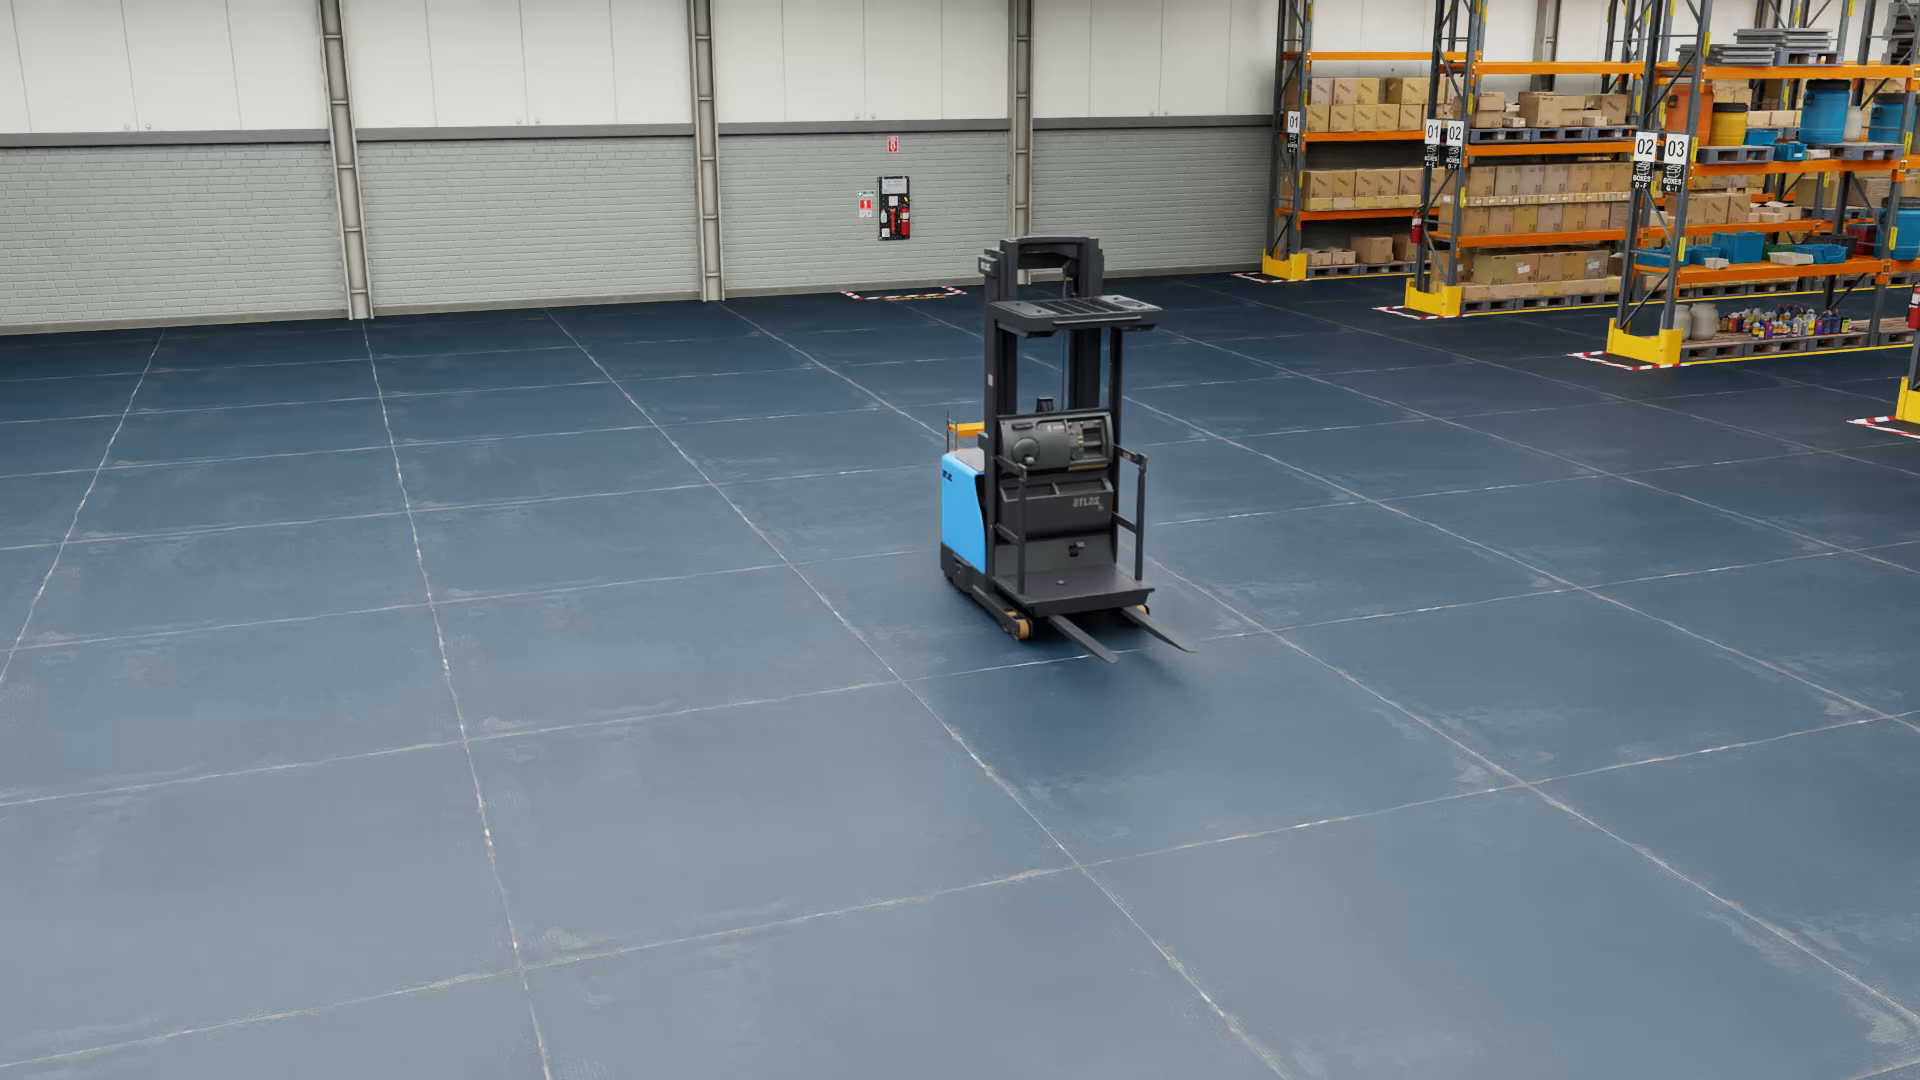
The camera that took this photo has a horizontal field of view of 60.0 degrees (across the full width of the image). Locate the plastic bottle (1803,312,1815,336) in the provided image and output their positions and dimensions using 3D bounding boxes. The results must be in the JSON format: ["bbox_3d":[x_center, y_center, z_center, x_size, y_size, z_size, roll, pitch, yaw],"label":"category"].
[{"bbox_3d":[12.688,-3.240,24.881,0.185,0.351,0.144,-6,17,-20],"label":"plastic bottle"}]

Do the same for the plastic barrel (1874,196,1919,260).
[{"bbox_3d":[14.136,-4.693,25.016,0.708,0.901,0.600,-6,17,-20],"label":"plastic barrel"}]

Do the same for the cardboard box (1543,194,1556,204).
[{"bbox_3d":[10.042,-5.890,28.655,0.250,0.149,0.380,-6,17,-20],"label":"cardboard box"}]

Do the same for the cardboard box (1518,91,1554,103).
[{"bbox_3d":[11.813,-8.946,34.146,0.500,0.500,0.500,-7,18,-22],"label":"cardboard box"}]

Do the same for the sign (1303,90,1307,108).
[{"bbox_3d":[6.581,-8.412,31.697,0.005,0.325,0.100,-6,17,-20],"label":"sign"}]

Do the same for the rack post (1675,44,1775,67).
[{"bbox_3d":[10.683,-6.771,23.223,0.954,0.300,0.937,-4,17,-14],"label":"rack post"}]

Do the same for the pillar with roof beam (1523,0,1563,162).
[{"bbox_3d":[13.874,-9.345,31.102,0.400,9.000,9.100,-6,17,-20],"label":"pillar with roof beam"}]

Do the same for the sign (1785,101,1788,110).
[{"bbox_3d":[15.441,-8.030,31.030,0.005,0.325,0.100,-6,17,-20],"label":"sign"}]

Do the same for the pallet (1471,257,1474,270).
[{"bbox_3d":[10.848,-5.840,34.763,1.213,0.211,1.003,-6,17,-20],"label":"pallet"}]

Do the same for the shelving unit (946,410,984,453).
[{"bbox_3d":[0.155,-0.592,15.138,0.503,1.200,0.258,-6,17,-20],"label":"shelving unit"}]

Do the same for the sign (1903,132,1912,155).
[{"bbox_3d":[13.853,-5.790,24.305,0.005,0.325,0.100,-6,17,-20],"label":"sign"}]

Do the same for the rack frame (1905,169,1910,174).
[{"bbox_3d":[21.327,-8.309,38.222,0.127,3.000,1.000,-6,17,-20],"label":"rack frame"}]

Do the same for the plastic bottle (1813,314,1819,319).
[{"bbox_3d":[12.913,-3.273,25.126,0.135,0.276,0.152,-6,17,-20],"label":"plastic bottle"}]

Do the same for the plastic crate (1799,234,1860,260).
[{"bbox_3d":[13.132,-4.444,25.169,0.504,0.338,0.767,-6,17,-20],"label":"plastic crate"}]

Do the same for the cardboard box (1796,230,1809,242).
[{"bbox_3d":[18.797,-7.006,37.476,0.500,0.500,0.700,-6,18,-21],"label":"cardboard box"}]

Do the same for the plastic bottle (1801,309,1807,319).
[{"bbox_3d":[12.959,-3.416,25.599,0.133,0.283,0.061,-6,17,-20],"label":"plastic bottle"}]

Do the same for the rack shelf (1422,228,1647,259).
[{"bbox_3d":[10.030,-5.250,29.080,4.000,0.370,1.077,-6,17,-20],"label":"rack shelf"}]

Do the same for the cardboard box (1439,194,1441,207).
[{"bbox_3d":[9.788,-6.909,33.686,0.500,0.250,0.500,-6,17,-20],"label":"cardboard box"}]

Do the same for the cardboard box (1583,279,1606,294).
[{"bbox_3d":[11.073,-4.527,29.475,0.500,0.250,0.500,-6,17,-20],"label":"cardboard box"}]

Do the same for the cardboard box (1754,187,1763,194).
[{"bbox_3d":[17.378,-7.686,36.511,0.250,0.149,0.380,-6,17,-20],"label":"cardboard box"}]

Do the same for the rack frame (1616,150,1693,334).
[{"bbox_3d":[9.932,-4.089,23.852,0.127,3.000,1.000,-6,17,-20],"label":"rack frame"}]

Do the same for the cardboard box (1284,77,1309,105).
[{"bbox_3d":[6.696,-8.785,32.530,0.500,0.500,0.500,-5,17,-18],"label":"cardboard box"}]

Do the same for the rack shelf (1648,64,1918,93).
[{"bbox_3d":[11.799,-6.633,23.851,4.000,0.370,1.077,-6,17,-20],"label":"rack shelf"}]

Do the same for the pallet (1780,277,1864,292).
[{"bbox_3d":[16.344,-4.927,31.654,1.213,0.211,1.003,-6,17,-20],"label":"pallet"}]

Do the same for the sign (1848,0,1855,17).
[{"bbox_3d":[15.835,-9.457,29.543,0.005,0.325,0.100,-6,17,-20],"label":"sign"}]

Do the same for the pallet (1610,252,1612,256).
[{"bbox_3d":[13.127,-6.086,35.601,1.213,0.211,1.003,-6,17,-20],"label":"pallet"}]

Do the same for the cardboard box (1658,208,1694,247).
[{"bbox_3d":[15.411,-6.799,36.149,0.750,0.750,0.750,-6,17,-20],"label":"cardboard box"}]

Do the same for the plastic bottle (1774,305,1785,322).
[{"bbox_3d":[12.588,-3.442,25.567,0.185,0.351,0.144,-7,18,-22],"label":"plastic bottle"}]

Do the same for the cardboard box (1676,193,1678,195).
[{"bbox_3d":[15.439,-7.501,35.880,0.250,0.149,0.380,-6,17,-19],"label":"cardboard box"}]

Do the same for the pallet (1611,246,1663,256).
[{"bbox_3d":[14.620,-6.224,36.071,1.213,0.211,1.003,-6,17,-20],"label":"pallet"}]

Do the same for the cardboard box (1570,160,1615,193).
[{"bbox_3d":[11.014,-6.369,29.135,0.500,0.500,0.700,-6,17,-20],"label":"cardboard box"}]

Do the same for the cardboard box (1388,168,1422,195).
[{"bbox_3d":[8.853,-7.168,33.235,0.500,0.500,0.500,-7,18,-22],"label":"cardboard box"}]

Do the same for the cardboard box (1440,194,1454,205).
[{"bbox_3d":[8.451,-5.841,28.488,0.250,0.149,0.380,-6,18,-21],"label":"cardboard box"}]

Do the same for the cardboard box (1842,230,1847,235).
[{"bbox_3d":[17.427,-5.838,32.132,0.500,0.250,0.500,-7,18,-21],"label":"cardboard box"}]

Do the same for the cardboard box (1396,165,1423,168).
[{"bbox_3d":[9.124,-7.353,33.866,0.500,0.500,0.500,-6,17,-20],"label":"cardboard box"}]

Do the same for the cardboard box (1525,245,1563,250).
[{"bbox_3d":[10.419,-4.973,29.665,0.500,0.500,0.500,-6,17,-20],"label":"cardboard box"}]

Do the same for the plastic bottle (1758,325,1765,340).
[{"bbox_3d":[11.833,-3.069,24.563,0.097,0.201,0.097,0,16,0],"label":"plastic bottle"}]

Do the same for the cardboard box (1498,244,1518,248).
[{"bbox_3d":[11.268,-6.255,34.882,0.500,0.500,0.700,-7,18,-21],"label":"cardboard box"}]

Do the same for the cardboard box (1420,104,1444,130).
[{"bbox_3d":[9.262,-8.433,33.105,0.500,0.500,0.500,-8,18,-25],"label":"cardboard box"}]

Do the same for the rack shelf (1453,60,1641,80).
[{"bbox_3d":[11.989,-9.642,34.101,4.000,0.370,1.077,-6,17,-20],"label":"rack shelf"}]

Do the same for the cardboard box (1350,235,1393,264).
[{"bbox_3d":[8.300,-5.872,33.579,0.500,0.500,0.700,-7,18,-24],"label":"cardboard box"}]

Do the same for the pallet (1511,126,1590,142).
[{"bbox_3d":[9.973,-6.978,28.524,1.213,0.211,1.003,-6,17,-20],"label":"pallet"}]

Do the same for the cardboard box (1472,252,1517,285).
[{"bbox_3d":[9.209,-4.682,28.672,0.500,0.500,0.500,-6,17,-20],"label":"cardboard box"}]

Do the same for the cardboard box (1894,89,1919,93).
[{"bbox_3d":[17.627,-8.173,31.334,0.600,0.600,0.600,-7,18,-22],"label":"cardboard box"}]

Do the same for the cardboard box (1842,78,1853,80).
[{"bbox_3d":[19.295,-9.985,36.618,0.500,0.500,0.500,-6,17,-20],"label":"cardboard box"}]

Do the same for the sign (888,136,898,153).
[{"bbox_3d":[-1.236,-7.288,30.630,0.199,0.298,0.001,-6,17,-20],"label":"sign"}]

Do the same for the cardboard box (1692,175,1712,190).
[{"bbox_3d":[15.842,-7.839,35.881,0.500,0.500,0.500,-6,17,-19],"label":"cardboard box"}]

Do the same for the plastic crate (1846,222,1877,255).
[{"bbox_3d":[14.009,-4.653,25.657,0.583,0.464,0.402,-6,17,-20],"label":"plastic crate"}]

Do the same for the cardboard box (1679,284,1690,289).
[{"bbox_3d":[12.841,-4.705,30.084,0.500,0.250,0.500,-6,17,-19],"label":"cardboard box"}]

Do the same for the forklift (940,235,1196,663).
[{"bbox_3d":[0.829,-0.773,12.679,1.130,2.935,3.031,-6,17,-20],"label":"forklift"}]

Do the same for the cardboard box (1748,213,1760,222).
[{"bbox_3d":[14.462,-5.936,30.585,0.250,0.149,0.380,-5,17,-16],"label":"cardboard box"}]

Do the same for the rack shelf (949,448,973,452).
[{"bbox_3d":[0.155,-0.742,15.094,0.480,0.148,0.258,-6,17,-20],"label":"rack shelf"}]

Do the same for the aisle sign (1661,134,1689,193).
[{"bbox_3d":[9.969,-5.252,23.199,0.004,0.787,0.394,-6,17,-20],"label":"aisle sign"}]

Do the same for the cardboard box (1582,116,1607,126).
[{"bbox_3d":[10.869,-7.190,28.540,0.250,0.149,0.380,-6,17,-20],"label":"cardboard box"}]

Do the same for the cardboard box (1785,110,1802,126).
[{"bbox_3d":[15.229,-7.708,30.371,0.500,0.250,0.500,-8,18,-24],"label":"cardboard box"}]
